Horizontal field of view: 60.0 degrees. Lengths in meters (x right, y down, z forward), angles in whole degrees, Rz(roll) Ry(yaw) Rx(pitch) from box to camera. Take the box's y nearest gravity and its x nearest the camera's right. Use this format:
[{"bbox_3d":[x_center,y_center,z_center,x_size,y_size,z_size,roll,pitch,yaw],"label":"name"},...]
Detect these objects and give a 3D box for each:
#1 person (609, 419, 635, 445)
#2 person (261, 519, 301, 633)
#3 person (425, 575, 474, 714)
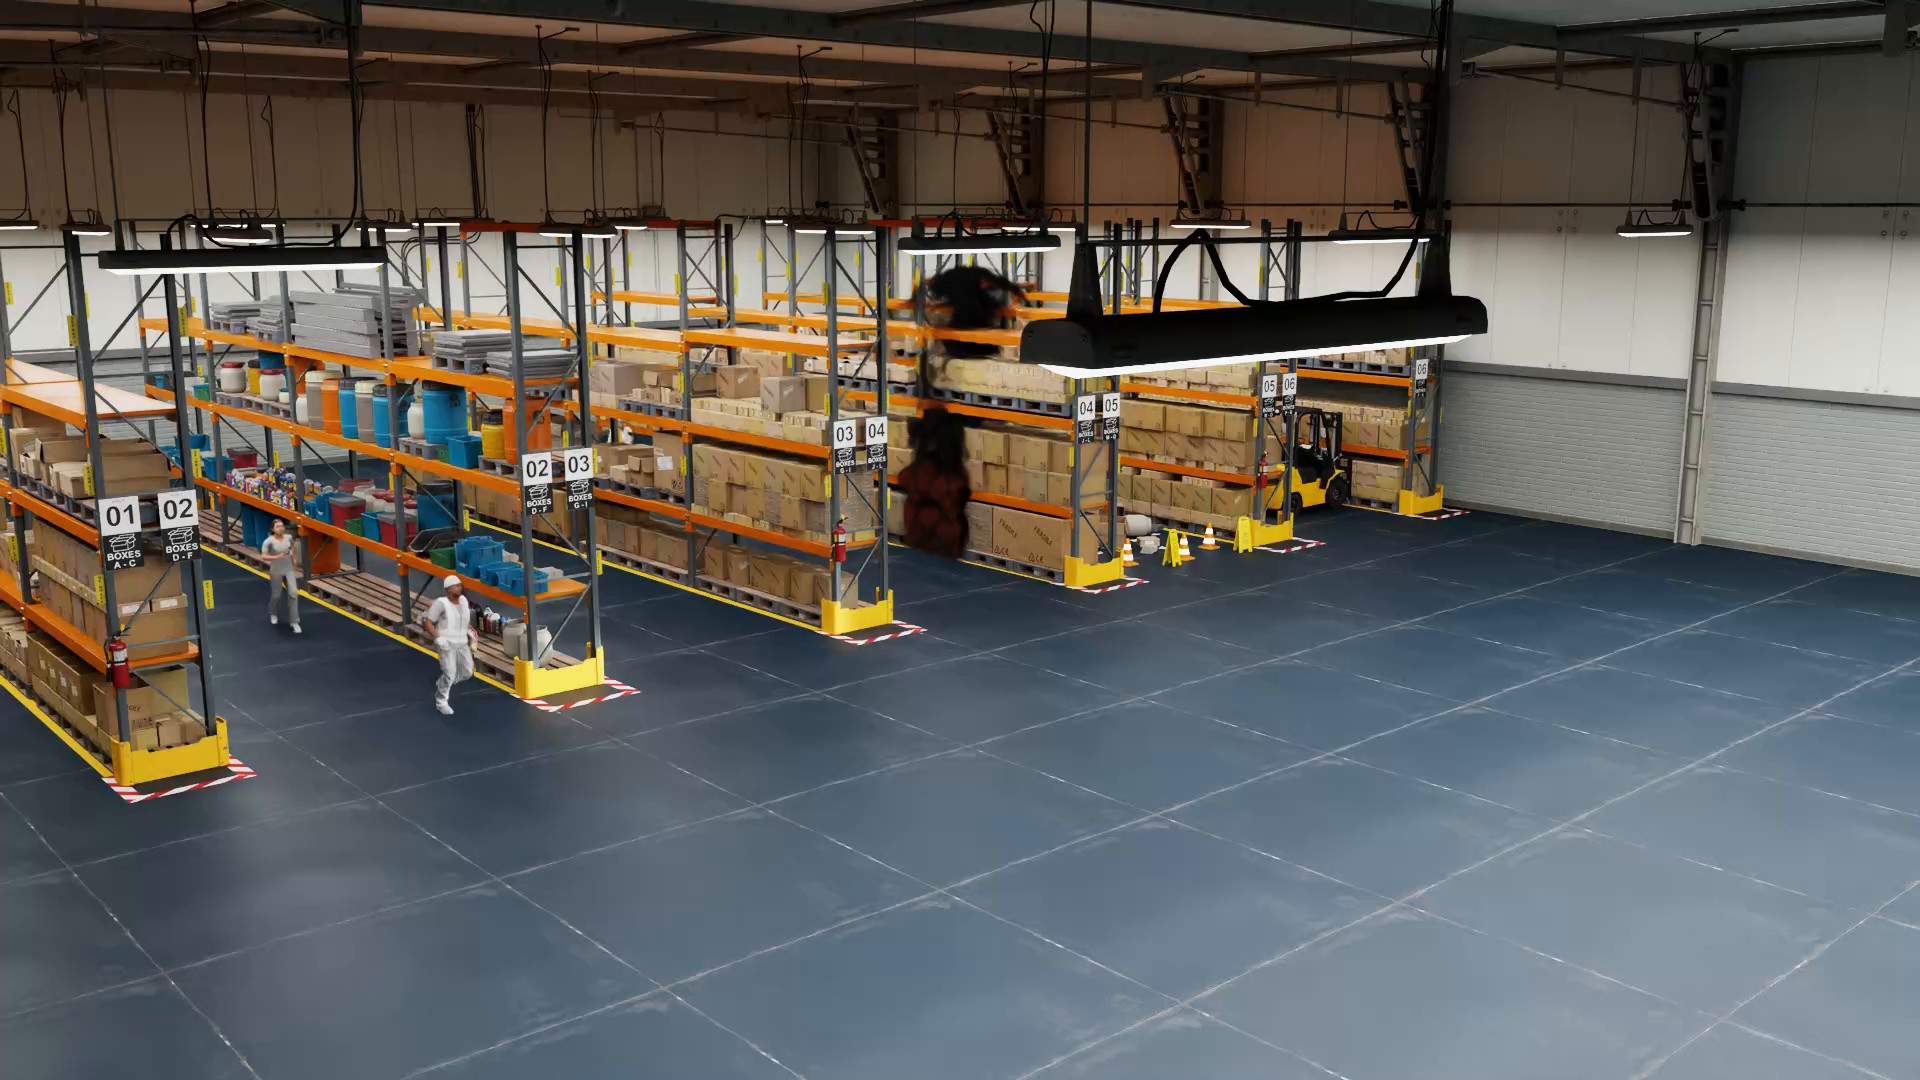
[{"bbox_3d":[-7.418,-1.835,36.520,0.672,1.843,0.924,-8,14,-33],"label":"person"},{"bbox_3d":[-10.242,0.480,25.037,0.583,1.649,0.825,-10,15,-41],"label":"person"},{"bbox_3d":[-6.444,1.304,21.113,0.553,1.727,0.733,7,13,31],"label":"person"}]
